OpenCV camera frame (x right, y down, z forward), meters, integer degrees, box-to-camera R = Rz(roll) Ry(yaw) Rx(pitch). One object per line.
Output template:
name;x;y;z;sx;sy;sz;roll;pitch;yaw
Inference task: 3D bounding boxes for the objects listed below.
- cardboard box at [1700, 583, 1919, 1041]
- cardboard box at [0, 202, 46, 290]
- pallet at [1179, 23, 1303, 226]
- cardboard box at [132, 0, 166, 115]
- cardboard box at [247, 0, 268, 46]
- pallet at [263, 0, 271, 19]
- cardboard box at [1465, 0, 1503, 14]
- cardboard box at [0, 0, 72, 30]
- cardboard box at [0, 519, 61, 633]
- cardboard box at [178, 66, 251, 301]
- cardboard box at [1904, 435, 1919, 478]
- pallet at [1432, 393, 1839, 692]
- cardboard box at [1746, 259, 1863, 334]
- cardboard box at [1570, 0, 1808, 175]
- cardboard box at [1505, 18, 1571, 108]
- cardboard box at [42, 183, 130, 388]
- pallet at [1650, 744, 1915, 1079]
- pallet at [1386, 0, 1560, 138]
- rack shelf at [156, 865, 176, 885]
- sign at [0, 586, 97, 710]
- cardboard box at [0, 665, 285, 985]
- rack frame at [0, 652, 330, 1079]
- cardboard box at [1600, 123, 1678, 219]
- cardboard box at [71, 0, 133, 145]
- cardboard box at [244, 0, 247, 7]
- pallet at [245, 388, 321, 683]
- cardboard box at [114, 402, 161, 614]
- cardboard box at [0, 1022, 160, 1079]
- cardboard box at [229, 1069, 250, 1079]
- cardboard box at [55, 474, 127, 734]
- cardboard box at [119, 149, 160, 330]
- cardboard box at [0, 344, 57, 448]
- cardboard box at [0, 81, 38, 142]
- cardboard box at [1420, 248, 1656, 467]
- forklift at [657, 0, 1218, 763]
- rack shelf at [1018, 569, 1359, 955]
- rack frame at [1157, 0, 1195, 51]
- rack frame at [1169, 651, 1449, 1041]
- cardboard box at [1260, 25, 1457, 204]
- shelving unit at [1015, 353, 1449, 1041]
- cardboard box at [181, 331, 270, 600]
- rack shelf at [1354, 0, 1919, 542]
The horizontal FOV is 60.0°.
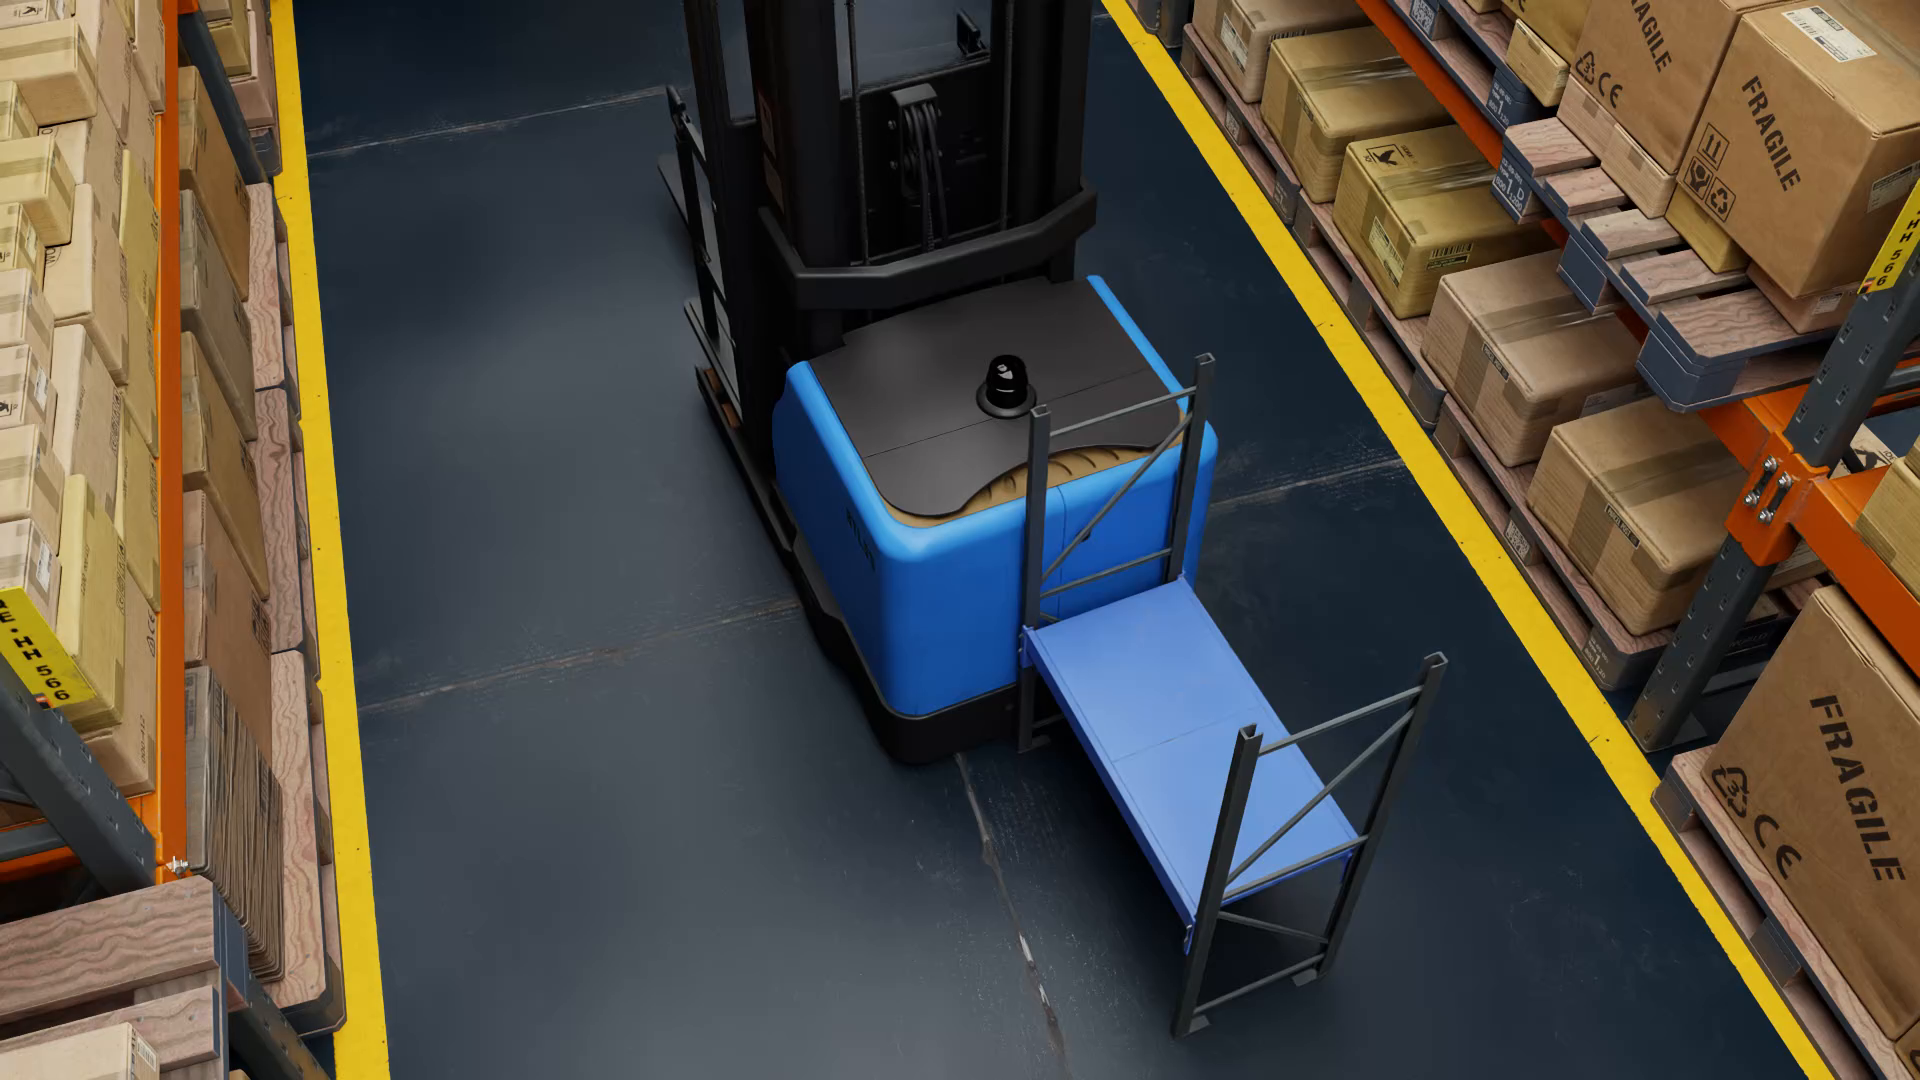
cardboard box;2.719;0.619;4.381;0.875;0.875;0.875;-14;51;-11
cardboard box;-2.333;-0.611;3.813;0.380;0.149;0.250;-13;51;-11
pallet;1.643;-1.908;7.220;1.003;0.211;1.213;-13;51;-11
cardboard box;-2.777;-1.527;5.173;0.500;0.250;0.500;-14;51;-11
cardboard box;-3.321;-2.295;7.246;0.500;0.250;0.500;-14;51;-12
pallet;-3.889;-2.834;8.001;1.003;0.211;1.213;-13;51;-11
cardboard box;1.738;-1.808;5.202;0.380;0.149;0.250;-15;51;-12
cardboard box;-2.610;-1.365;4.450;0.380;0.149;0.250;-13;51;-11
cardboard box;-1.960;0.131;3.188;0.380;0.149;0.250;-12;51;-10
cardboard box;-3.165;-1.241;6.113;0.875;0.625;0.625;-11;51;-9
cardboard box;2.508;-0.140;3.678;0.500;0.250;0.500;-14;51;-11
pallet;2.364;-0.126;5.718;1.003;0.211;1.213;-13;51;-11
cardboard box;2.272;-0.694;4.263;0.380;0.149;0.250;-12;51;-10
cardboard box;2.030;-1.361;4.401;0.500;0.500;0.500;-14;51;-12
cardboard box;1.845;-1.431;4.884;0.380;0.149;0.250;-13;51;-10
cardboard box;-2.329;-0.573;4.042;0.500;0.250;0.500;-14;51;-12
pallet;2.755;1.038;4.737;1.003;0.211;1.213;-13;51;-11
pallet;1.969;-1.828;5.455;1.003;0.211;1.213;-13;51;-11
rack shelf;-1.555;2.364;2.266;1.077;0.370;4.000;-13;51;-11
sign;-1.631;0.194;2.919;0.100;0.325;0.005;-13;51;-11
cardboard box;-2.318;0.843;4.356;0.875;0.625;0.625;-12;51;-10
rack frame;-2.144;0.671;3.223;0.949;2.616;0.053;-13;51;-11
cardboard box;2.006;-1.047;4.561;0.380;0.149;0.250;-14;51;-11
cardboard box;-2.636;-1.313;4.666;0.500;0.250;0.500;-12;51;-10
cardboard box;-3.329;-2.451;7.051;0.500;0.250;0.500;-14;51;-11
pallet;-2.710;0.071;5.552;1.003;0.211;1.213;-13;51;-11
cardboard box;-2.188;-0.028;3.910;0.500;0.250;0.500;-14;51;-12
cardboard box;-1.586;1.010;2.826;0.380;0.149;0.250;-12;51;-10
cardboard box;-1.816;1.602;3.798;0.500;0.500;0.500;-12;51;-10
cardboard box;-2.021;0.174;3.413;0.500;0.250;0.500;-13;51;-11
cardboard box;-2.499;-0.782;4.545;0.500;0.250;0.500;-12;51;-10
cardboard box;-2.140;-0.246;3.506;0.380;0.149;0.250;-12;51;-10
cardboard box;-2.521;-0.978;4.123;0.380;0.149;0.250;-13;51;-11
cardboard box;2.210;-0.694;5.817;0.950;0.372;0.625;-14;51;-12
forklift;-0.318;-1.410;5.022;1.130;2.935;3.031;-19;52;-15
rack shelf;0.610;0.570;4.524;0.538;0.185;1.000;-19;52;-15
rack frame;1.411;-3.375;6.633;1.000;3.000;0.127;-13;51;-11
rack frame;0.814;0.810;4.086;0.500;1.500;0.032;-19;52;-15
cardboard box;1.784;-1.757;6.713;0.950;0.372;0.625;-10;51;-9
shelving unit;0.610;0.454;4.386;0.538;1.500;1.048;-19;52;-15
cardboard box;-2.718;-0.124;5.171;0.875;0.625;0.625;-15;52;-12
rack shelf;2.002;-1.682;5.677;1.077;0.370;4.000;-13;51;-11
